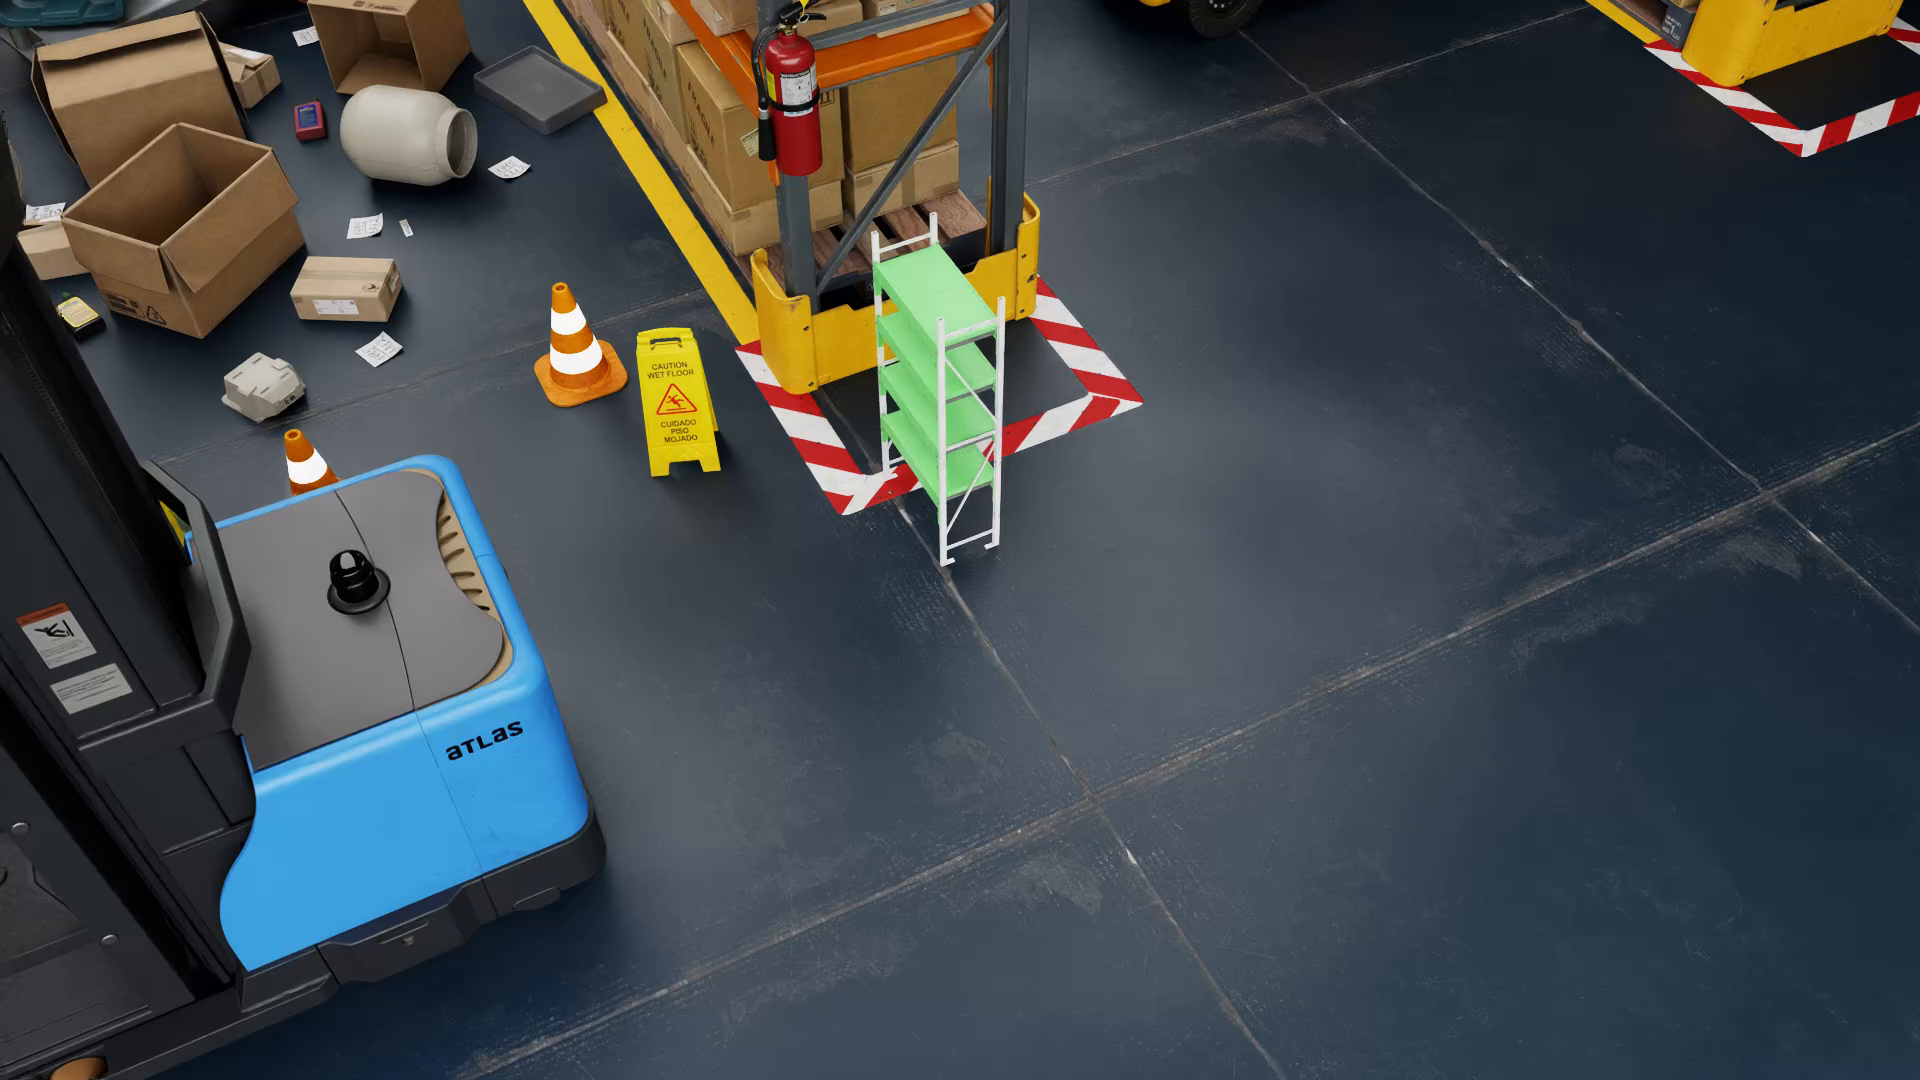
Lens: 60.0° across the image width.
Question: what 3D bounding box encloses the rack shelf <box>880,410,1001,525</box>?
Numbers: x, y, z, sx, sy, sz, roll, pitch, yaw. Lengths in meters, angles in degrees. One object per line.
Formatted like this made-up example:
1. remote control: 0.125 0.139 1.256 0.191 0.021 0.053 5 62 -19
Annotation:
1. rack shelf: -0.076 -0.306 6.124 0.258 0.148 0.480 -21 52 -18

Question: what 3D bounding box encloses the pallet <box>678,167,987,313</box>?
1. pallet: -0.591 -1.516 7.436 1.003 0.211 1.213 -21 52 -18

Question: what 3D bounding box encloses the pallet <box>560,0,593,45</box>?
1. pallet: -1.708 -3.149 8.864 1.003 0.211 1.213 -21 52 -18

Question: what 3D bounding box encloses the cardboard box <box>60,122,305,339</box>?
1. cardboard box: -3.271 -1.309 7.060 0.637 0.503 0.797 18 51 15

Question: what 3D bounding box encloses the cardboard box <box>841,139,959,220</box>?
1. cardboard box: -0.339 -1.695 7.288 0.500 0.250 0.500 -22 52 -18

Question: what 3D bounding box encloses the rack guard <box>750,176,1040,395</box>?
1. rack guard: -0.251 -1.055 6.841 1.175 0.500 0.348 -21 52 -18

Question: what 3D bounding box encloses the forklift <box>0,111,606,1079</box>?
1. forklift: -2.674 0.290 4.049 3.031 2.935 1.130 -21 52 -18

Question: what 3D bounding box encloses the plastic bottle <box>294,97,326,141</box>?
1. plastic bottle: -3.124 -2.027 7.982 0.133 0.061 0.283 -13 50 -11

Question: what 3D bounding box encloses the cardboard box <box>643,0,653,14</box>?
1. cardboard box: -1.154 -2.359 6.939 0.380 0.149 0.250 -20 52 -17

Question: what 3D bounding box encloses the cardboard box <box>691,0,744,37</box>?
1. cardboard box: -0.792 -2.052 6.219 0.380 0.149 0.250 -22 52 -18

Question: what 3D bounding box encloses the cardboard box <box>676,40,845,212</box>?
1. cardboard box: -0.815 -1.753 6.840 0.500 0.500 0.500 -21 52 -17

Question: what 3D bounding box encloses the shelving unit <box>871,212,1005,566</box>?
1. shelving unit: -0.076 -0.506 5.895 0.258 1.200 0.503 -21 52 -18

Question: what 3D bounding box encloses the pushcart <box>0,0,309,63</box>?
1. pushcart: -4.051 -2.822 8.468 0.936 0.377 1.648 35 57 27

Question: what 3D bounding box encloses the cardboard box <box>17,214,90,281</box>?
1. cardboard box: -3.977 -1.316 7.224 0.396 0.266 0.258 -13 50 -11

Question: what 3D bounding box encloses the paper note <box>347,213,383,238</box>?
1. paper note: -2.674 -1.413 7.473 0.148 0.019 0.142 -5 49 -5

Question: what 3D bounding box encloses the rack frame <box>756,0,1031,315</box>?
1. rack frame: -0.216 -1.827 5.855 1.000 3.000 0.127 -21 52 -18

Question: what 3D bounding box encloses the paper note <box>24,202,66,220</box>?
1. paper note: -4.153 -1.473 7.523 0.172 0.023 0.155 -5 49 -5

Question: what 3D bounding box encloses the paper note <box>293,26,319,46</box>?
1. paper note: -3.321 -2.585 8.490 0.148 0.019 0.142 -21 52 -18

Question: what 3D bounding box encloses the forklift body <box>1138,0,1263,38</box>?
1. forklift body: 1.706 -3.901 8.233 2.313 2.155 1.214 -21 52 -18

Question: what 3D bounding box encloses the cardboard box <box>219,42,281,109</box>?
1. cardboard box: -3.582 -2.320 8.102 0.396 0.266 0.258 18 51 15

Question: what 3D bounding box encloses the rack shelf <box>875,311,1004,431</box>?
1. rack shelf: -0.076 -0.622 5.763 0.258 0.148 0.480 -21 52 -18

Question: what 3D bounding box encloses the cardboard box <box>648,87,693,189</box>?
1. cardboard box: -1.055 -1.858 7.430 0.500 0.250 0.500 -21 52 -17

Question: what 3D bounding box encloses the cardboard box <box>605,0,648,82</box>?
1. cardboard box: -1.281 -2.442 7.442 0.500 0.500 0.500 -22 52 -18

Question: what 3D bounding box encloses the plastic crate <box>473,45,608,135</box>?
1. plastic crate: -2.057 -2.210 8.130 0.583 0.080 0.402 35 57 27

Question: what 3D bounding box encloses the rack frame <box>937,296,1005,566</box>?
1. rack frame: 0.036 -0.342 5.752 0.240 1.200 0.015 -21 52 -18

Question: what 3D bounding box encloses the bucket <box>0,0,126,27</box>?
1. bucket: -4.289 -2.857 7.921 0.726 0.611 0.620 -5 39 -5

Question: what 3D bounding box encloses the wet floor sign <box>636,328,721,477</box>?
1. wet floor sign: -1.081 -0.556 6.308 0.267 0.644 0.232 -5 49 -5

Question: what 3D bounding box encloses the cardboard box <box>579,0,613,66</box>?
1. cardboard box: -1.517 -2.542 8.028 0.500 0.250 0.500 -22 52 -18

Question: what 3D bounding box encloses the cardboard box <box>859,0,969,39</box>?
1. cardboard box: -0.187 -2.043 6.211 0.380 0.149 0.250 -21 52 -17

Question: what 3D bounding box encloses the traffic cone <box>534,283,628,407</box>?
1. traffic cone: -1.560 -0.835 6.673 0.336 0.463 0.334 -21 52 -18

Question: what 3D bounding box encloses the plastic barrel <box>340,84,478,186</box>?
1. plastic barrel: -2.507 -1.840 7.578 0.512 0.421 0.421 10 50 8
